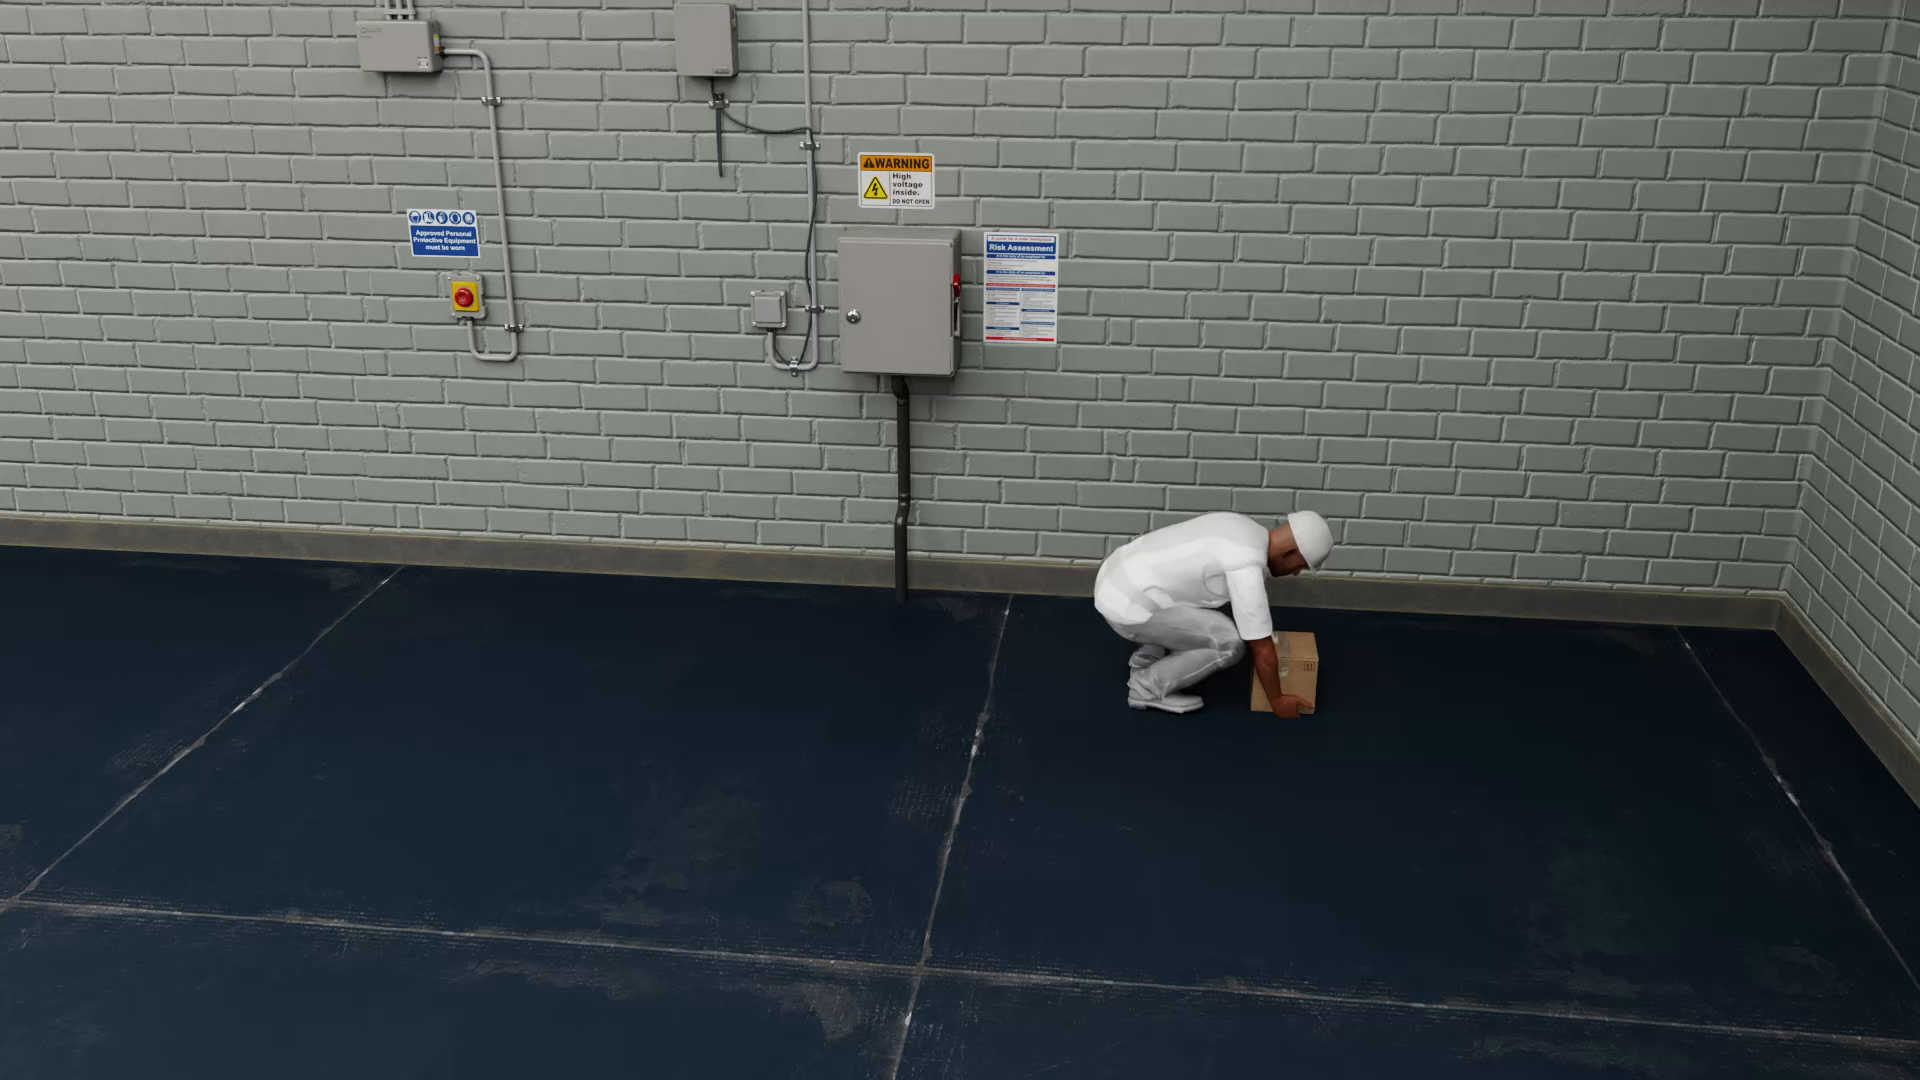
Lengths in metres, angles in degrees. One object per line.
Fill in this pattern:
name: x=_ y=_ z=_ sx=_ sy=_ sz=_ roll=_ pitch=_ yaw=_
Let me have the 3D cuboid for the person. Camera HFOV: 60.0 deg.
person: x=1.012 y=0.291 z=6.743 sx=0.939 sy=0.875 sz=0.535 roll=2 pitch=21 yaw=5
